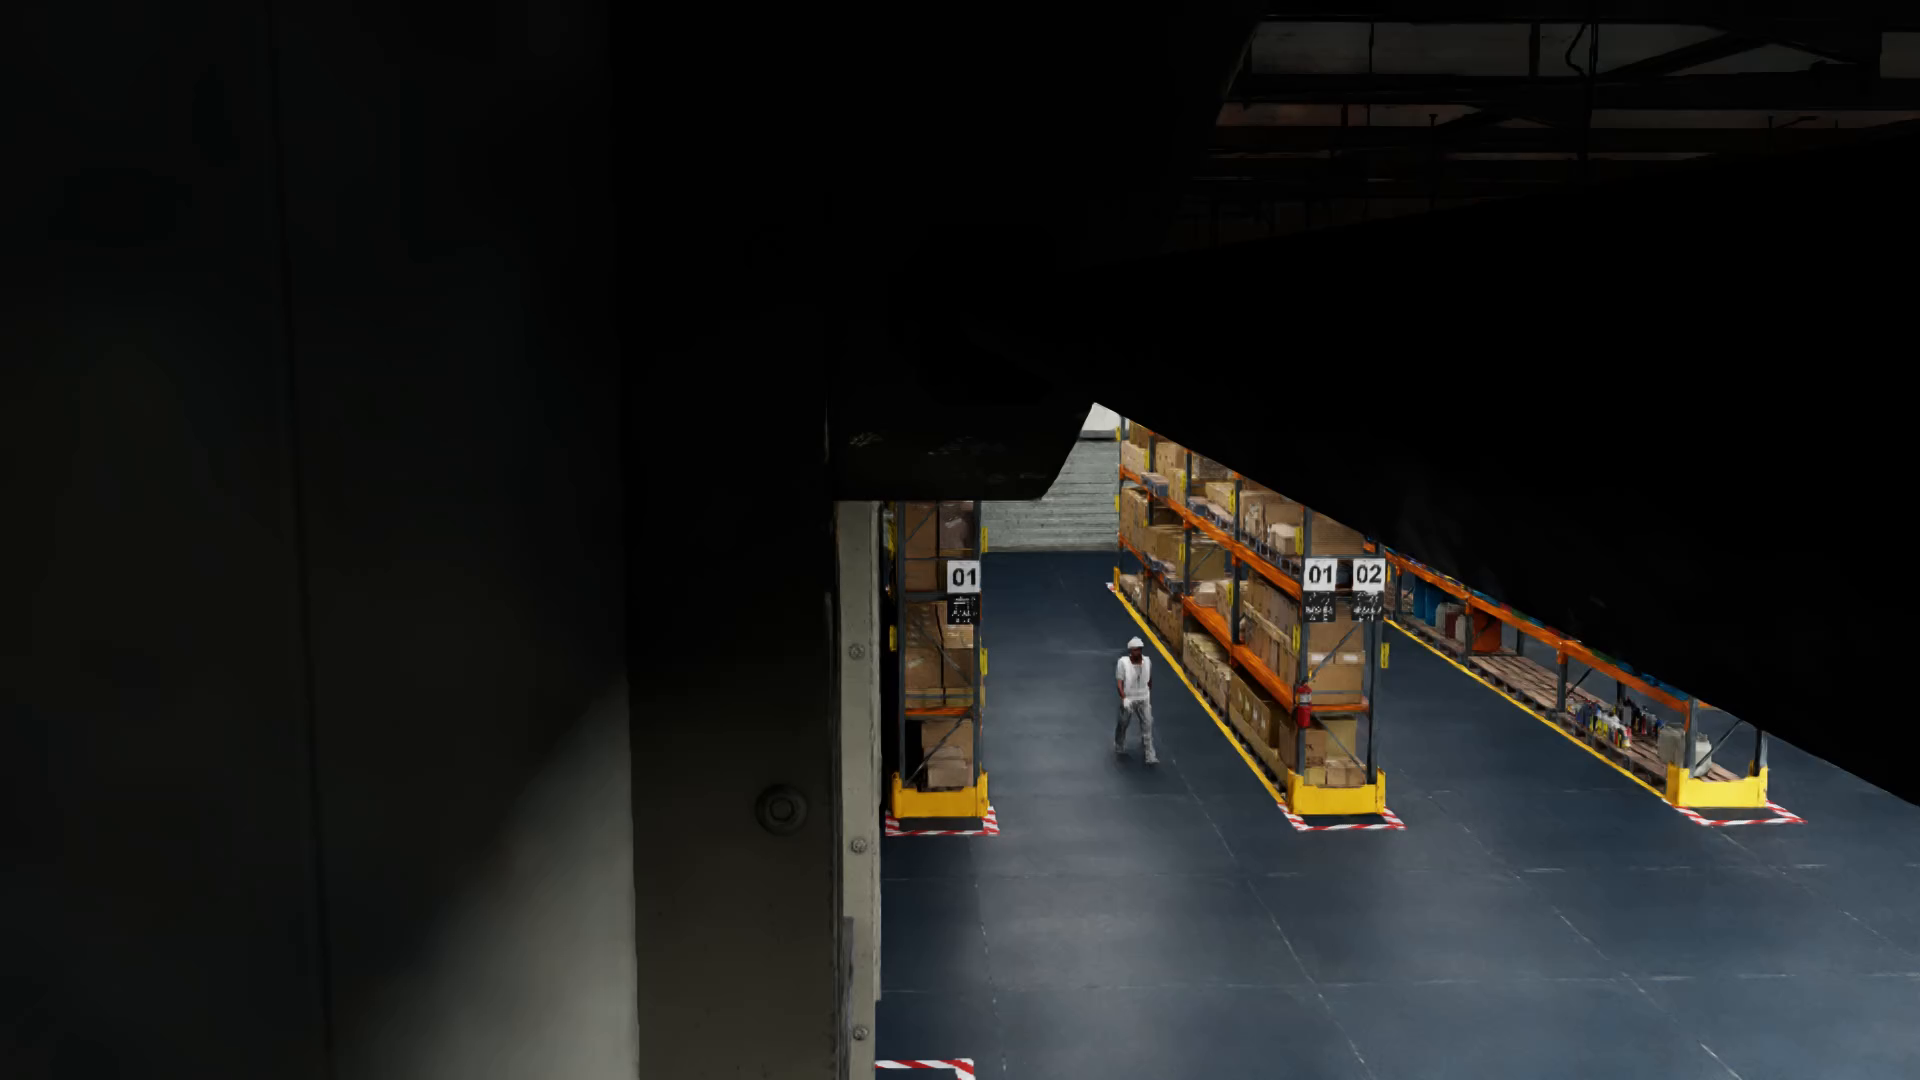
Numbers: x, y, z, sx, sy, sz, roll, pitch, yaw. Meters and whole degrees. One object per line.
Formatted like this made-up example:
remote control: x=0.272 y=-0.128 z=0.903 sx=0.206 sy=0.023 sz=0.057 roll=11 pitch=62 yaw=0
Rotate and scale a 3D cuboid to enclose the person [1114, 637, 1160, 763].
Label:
person: x=2.404 y=2.184 z=22.900 sx=0.554 sy=1.724 sz=1.031 roll=-2 pitch=8 yaw=-11
